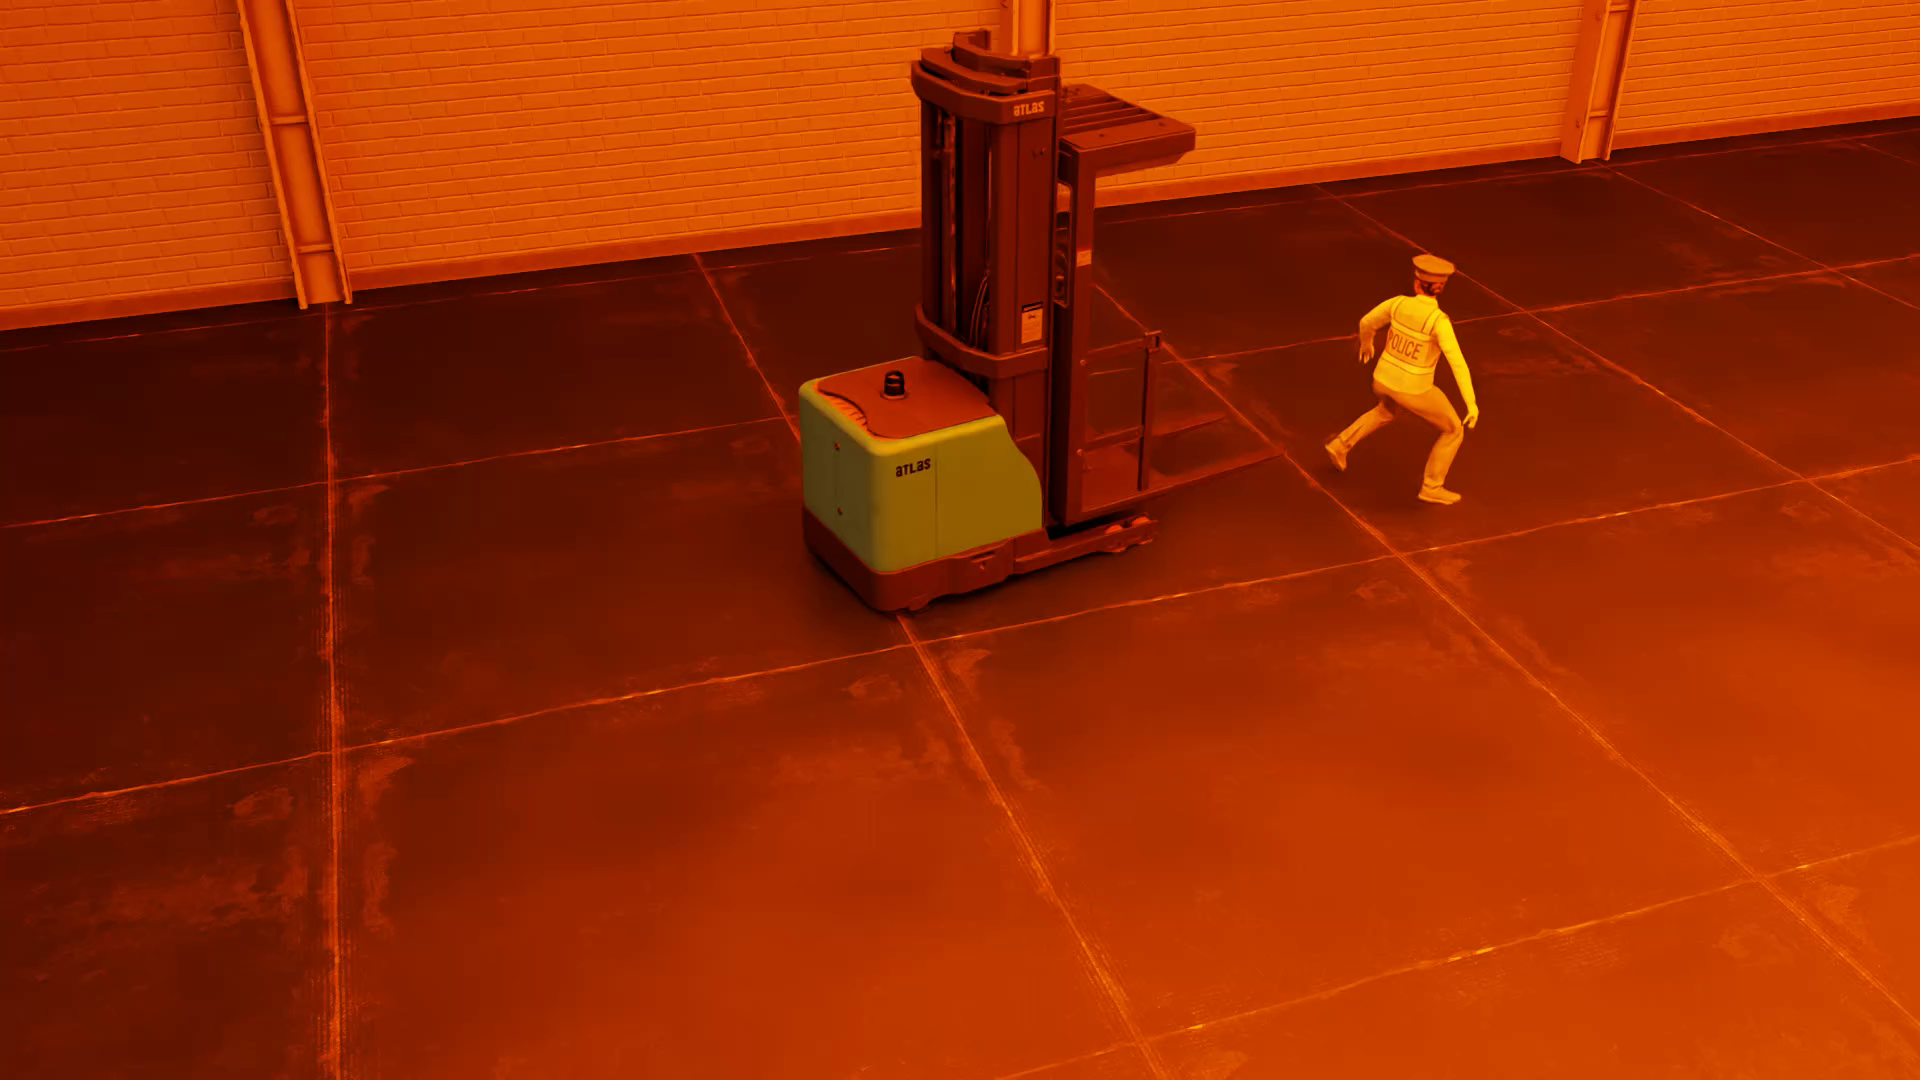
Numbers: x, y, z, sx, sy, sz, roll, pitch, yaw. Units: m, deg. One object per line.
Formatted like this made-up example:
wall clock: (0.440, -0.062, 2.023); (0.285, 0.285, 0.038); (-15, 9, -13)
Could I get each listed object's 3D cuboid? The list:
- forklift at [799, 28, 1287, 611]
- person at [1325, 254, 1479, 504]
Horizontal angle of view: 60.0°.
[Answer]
forklift: (0.602, -1.402, 9.524); (3.031, 2.935, 1.130); (-16, 34, -26)
person: (2.780, -0.969, 10.192); (0.537, 1.562, 0.948); (-19, 35, -29)
